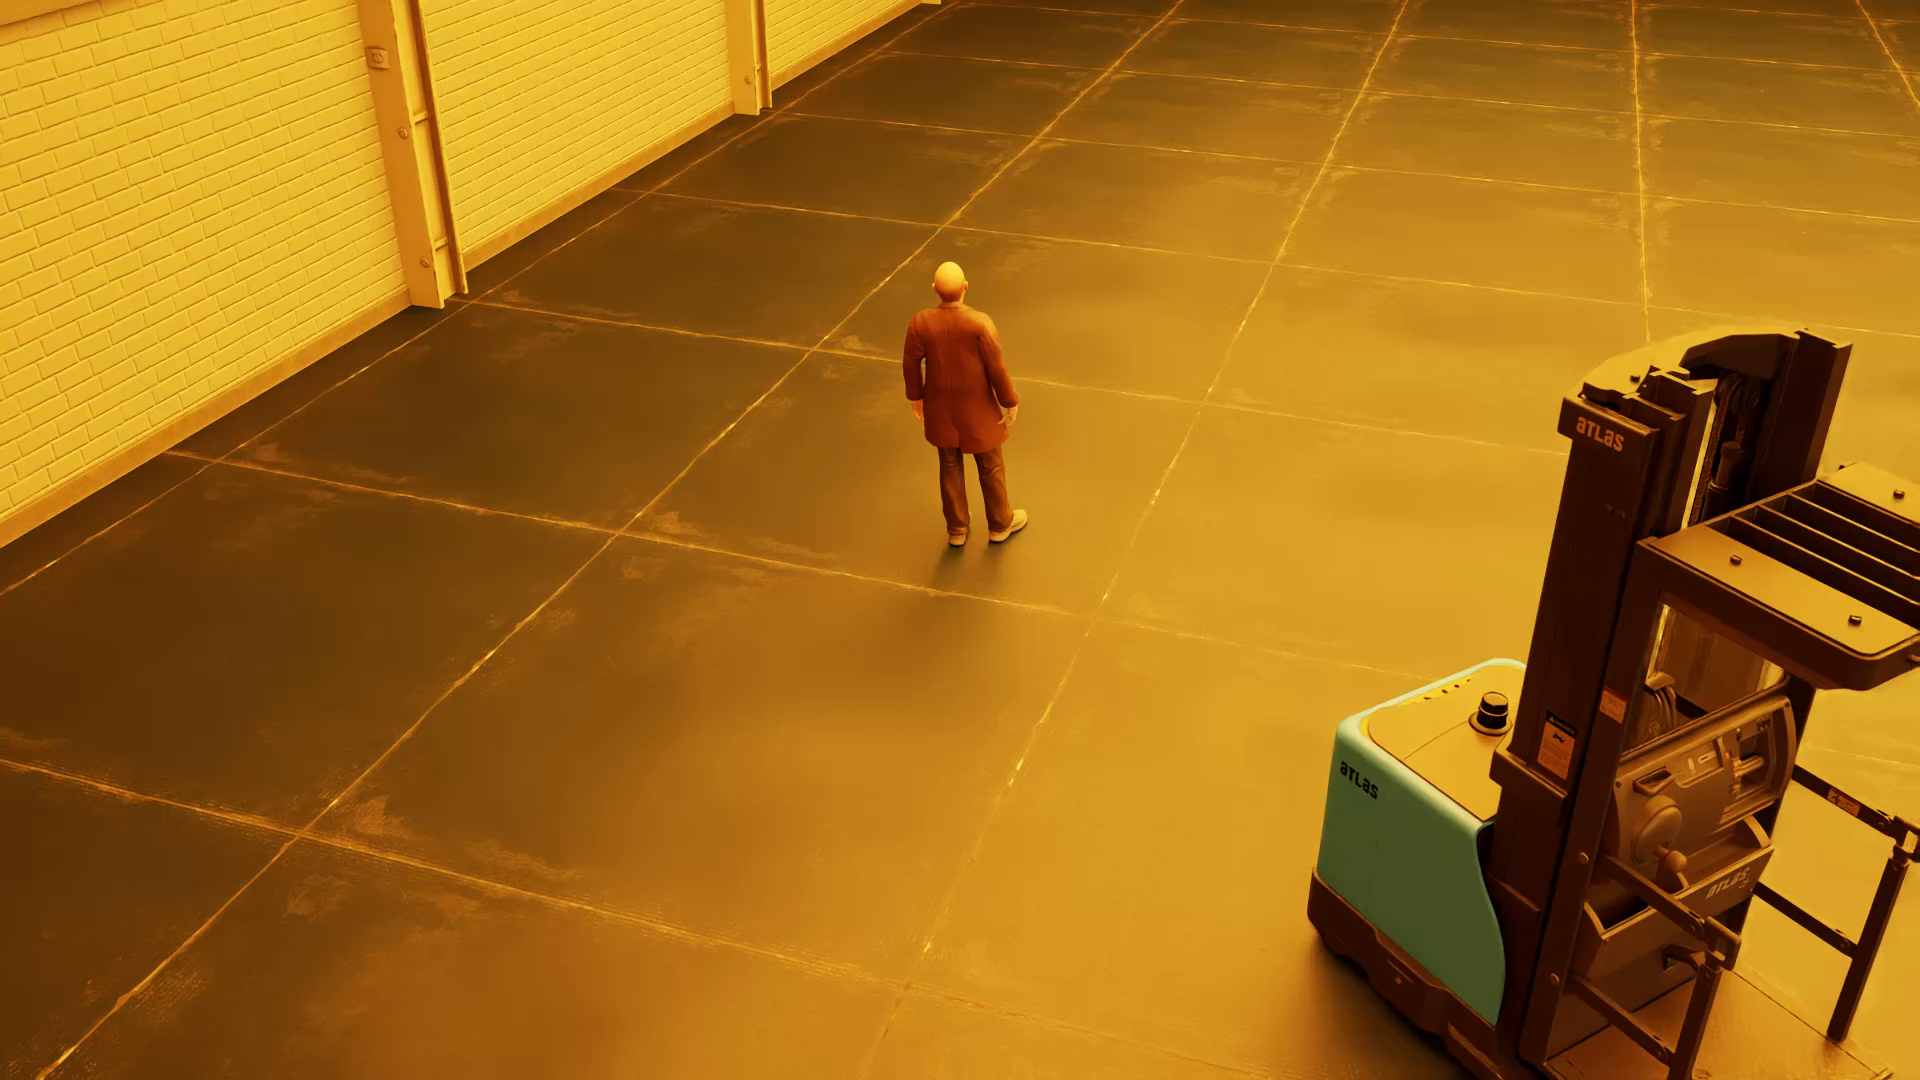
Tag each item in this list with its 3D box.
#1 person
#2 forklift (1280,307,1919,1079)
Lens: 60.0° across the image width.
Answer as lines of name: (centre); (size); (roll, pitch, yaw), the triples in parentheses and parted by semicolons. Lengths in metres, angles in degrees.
person: (0.034, -0.821, 9.726); (0.697, 1.775, 0.581); (10, 31, 16)
forklift: (2.589, 0.814, 5.709); (1.130, 2.935, 3.031); (-17, 34, -27)
